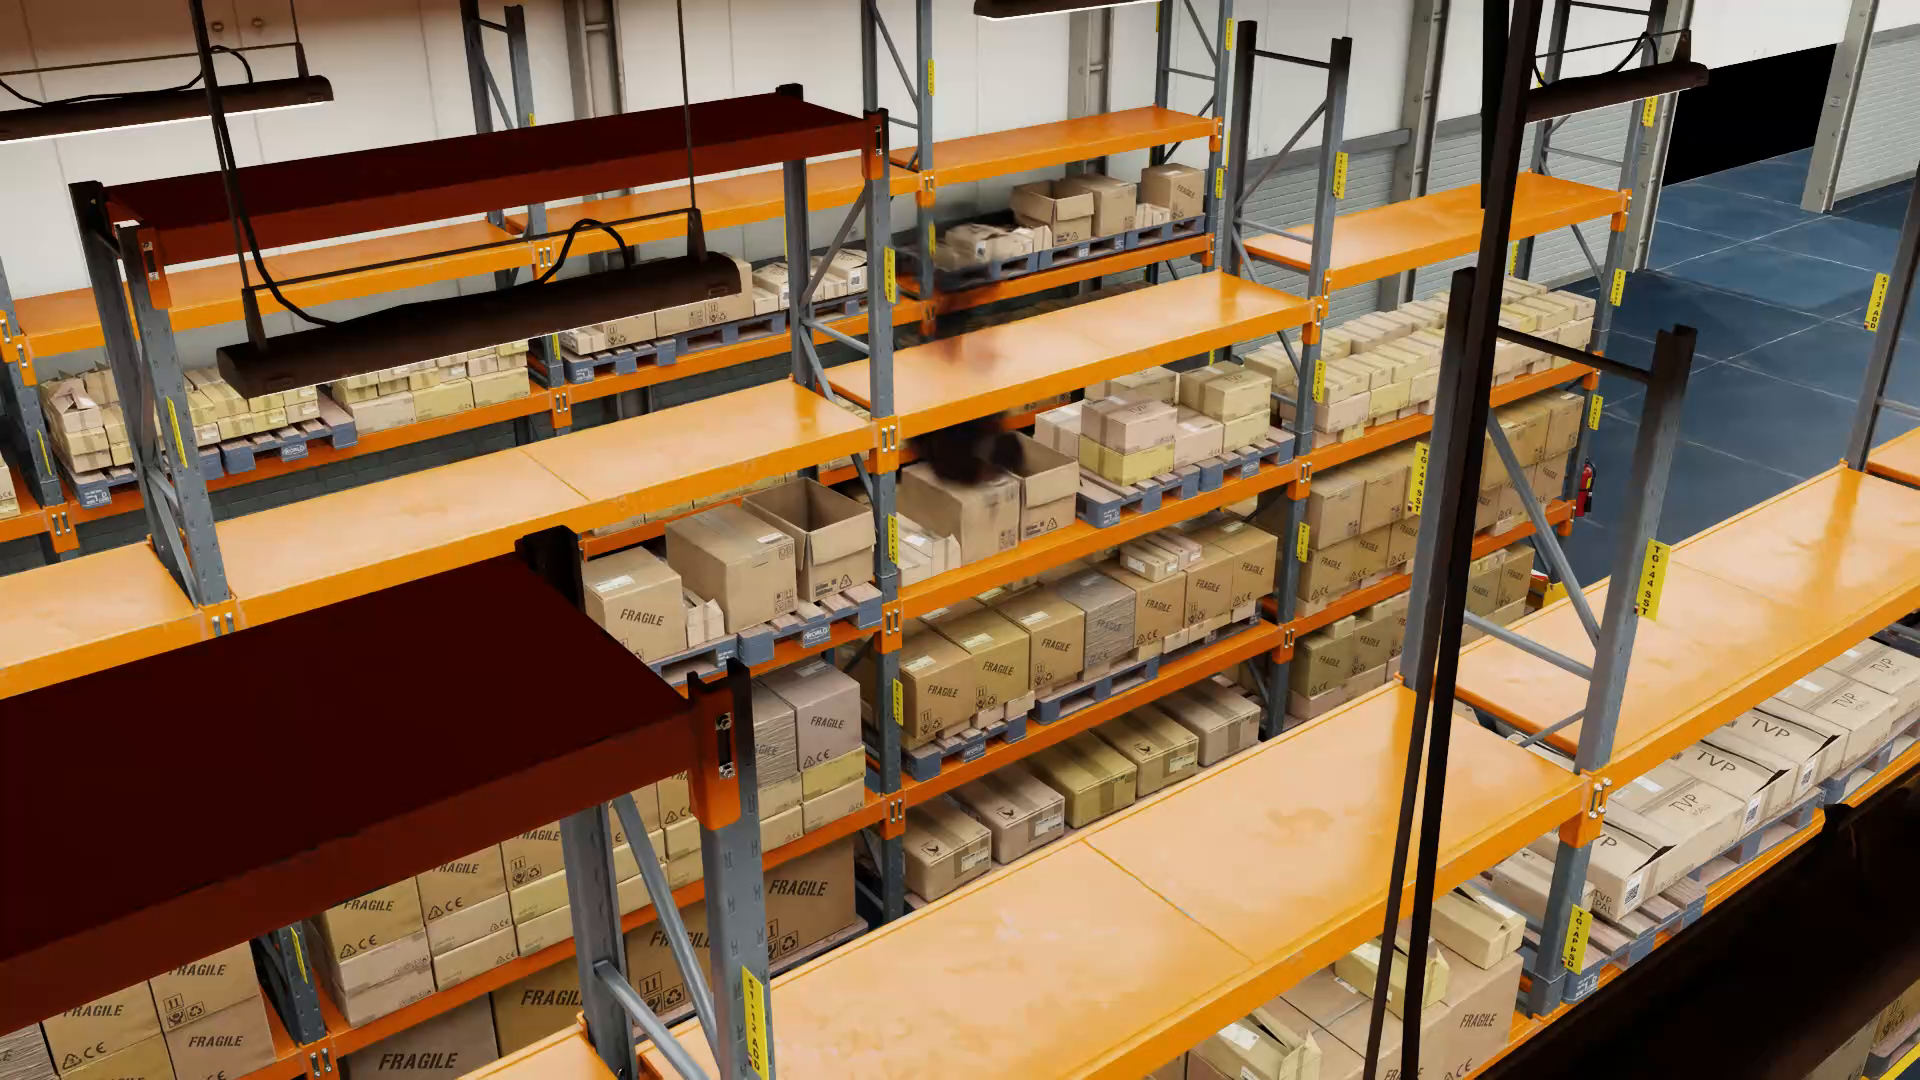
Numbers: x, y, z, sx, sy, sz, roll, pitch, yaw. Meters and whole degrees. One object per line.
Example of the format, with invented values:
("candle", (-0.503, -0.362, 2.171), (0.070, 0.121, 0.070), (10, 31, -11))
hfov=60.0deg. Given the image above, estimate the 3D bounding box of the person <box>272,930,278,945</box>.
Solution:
("person", (-4.629, 2.485, 11.251), (0.921, 1.663, 0.605), (-22, 34, -37))
